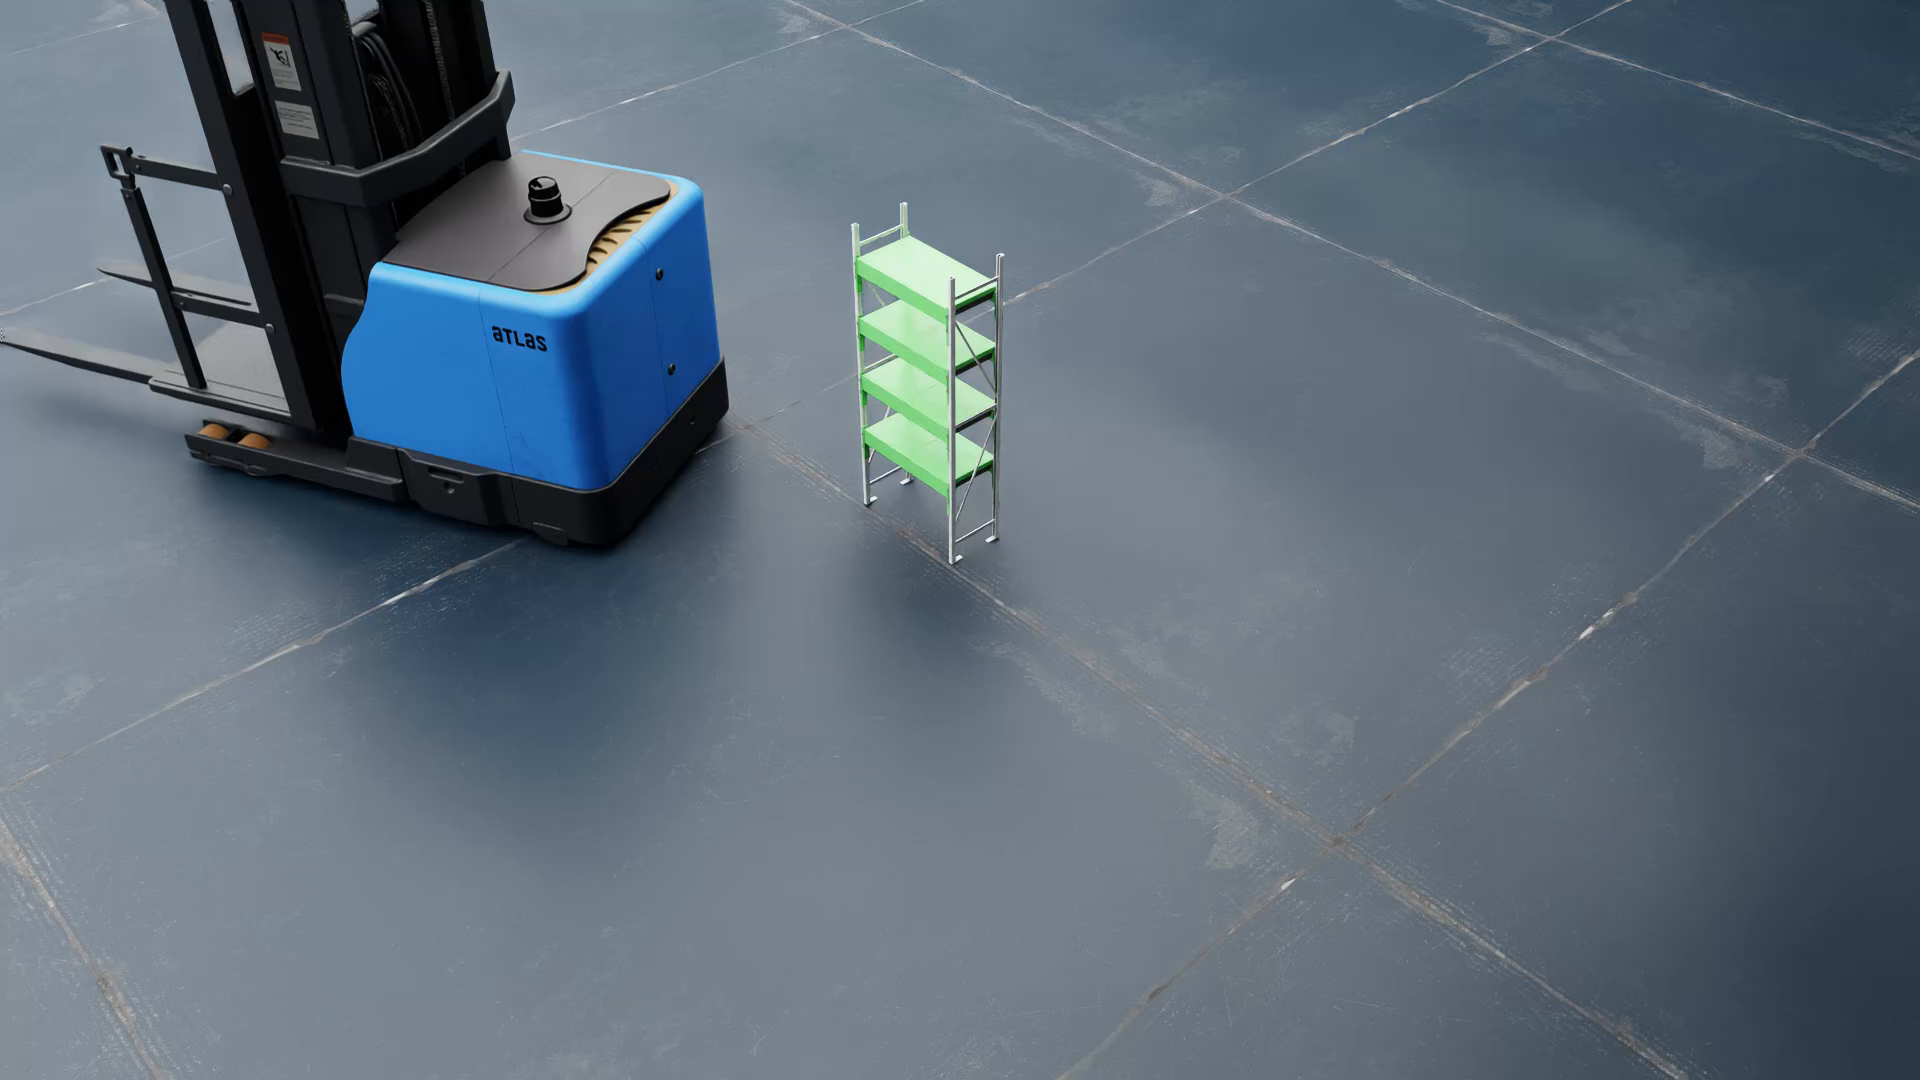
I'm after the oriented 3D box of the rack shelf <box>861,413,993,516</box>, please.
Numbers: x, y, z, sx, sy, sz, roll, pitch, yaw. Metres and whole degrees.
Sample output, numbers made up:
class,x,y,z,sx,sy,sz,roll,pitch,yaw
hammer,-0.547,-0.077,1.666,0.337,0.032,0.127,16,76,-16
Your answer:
class,x,y,z,sx,sy,sz,roll,pitch,yaw
rack shelf,-0.112,-0.307,6.159,0.258,0.148,0.480,-30,48,-32

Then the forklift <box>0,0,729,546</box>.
class,x,y,z,sx,sy,sz,roll,pitch,yaw
forklift,-2.518,-1.687,6.006,3.031,2.935,1.130,13,41,16

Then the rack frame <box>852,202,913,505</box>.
class,x,y,z,sx,sy,sz,roll,pitch,yaw
rack frame,-0.277,-0.656,6.108,0.240,1.200,0.015,-30,48,-32

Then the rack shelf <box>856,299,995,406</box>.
class,x,y,z,sx,sy,sz,roll,pitch,yaw
rack shelf,-0.112,-0.680,5.857,0.258,0.148,0.480,-30,48,-32

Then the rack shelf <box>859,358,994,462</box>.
class,x,y,z,sx,sy,sz,roll,pitch,yaw
rack shelf,-0.112,-0.494,6.008,0.258,0.148,0.480,-30,48,-32

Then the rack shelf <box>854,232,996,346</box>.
class,x,y,z,sx,sy,sz,roll,pitch,yaw
rack shelf,-0.112,-0.867,5.706,0.258,0.148,0.480,-30,48,-32

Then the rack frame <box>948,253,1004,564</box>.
class,x,y,z,sx,sy,sz,roll,pitch,yaw
rack frame,0.053,-0.430,5.828,0.240,1.200,0.015,-30,48,-32

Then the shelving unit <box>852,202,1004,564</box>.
class,x,y,z,sx,sy,sz,roll,pitch,yaw
shelving unit,-0.112,-0.543,5.968,0.258,1.200,0.503,-30,48,-32
